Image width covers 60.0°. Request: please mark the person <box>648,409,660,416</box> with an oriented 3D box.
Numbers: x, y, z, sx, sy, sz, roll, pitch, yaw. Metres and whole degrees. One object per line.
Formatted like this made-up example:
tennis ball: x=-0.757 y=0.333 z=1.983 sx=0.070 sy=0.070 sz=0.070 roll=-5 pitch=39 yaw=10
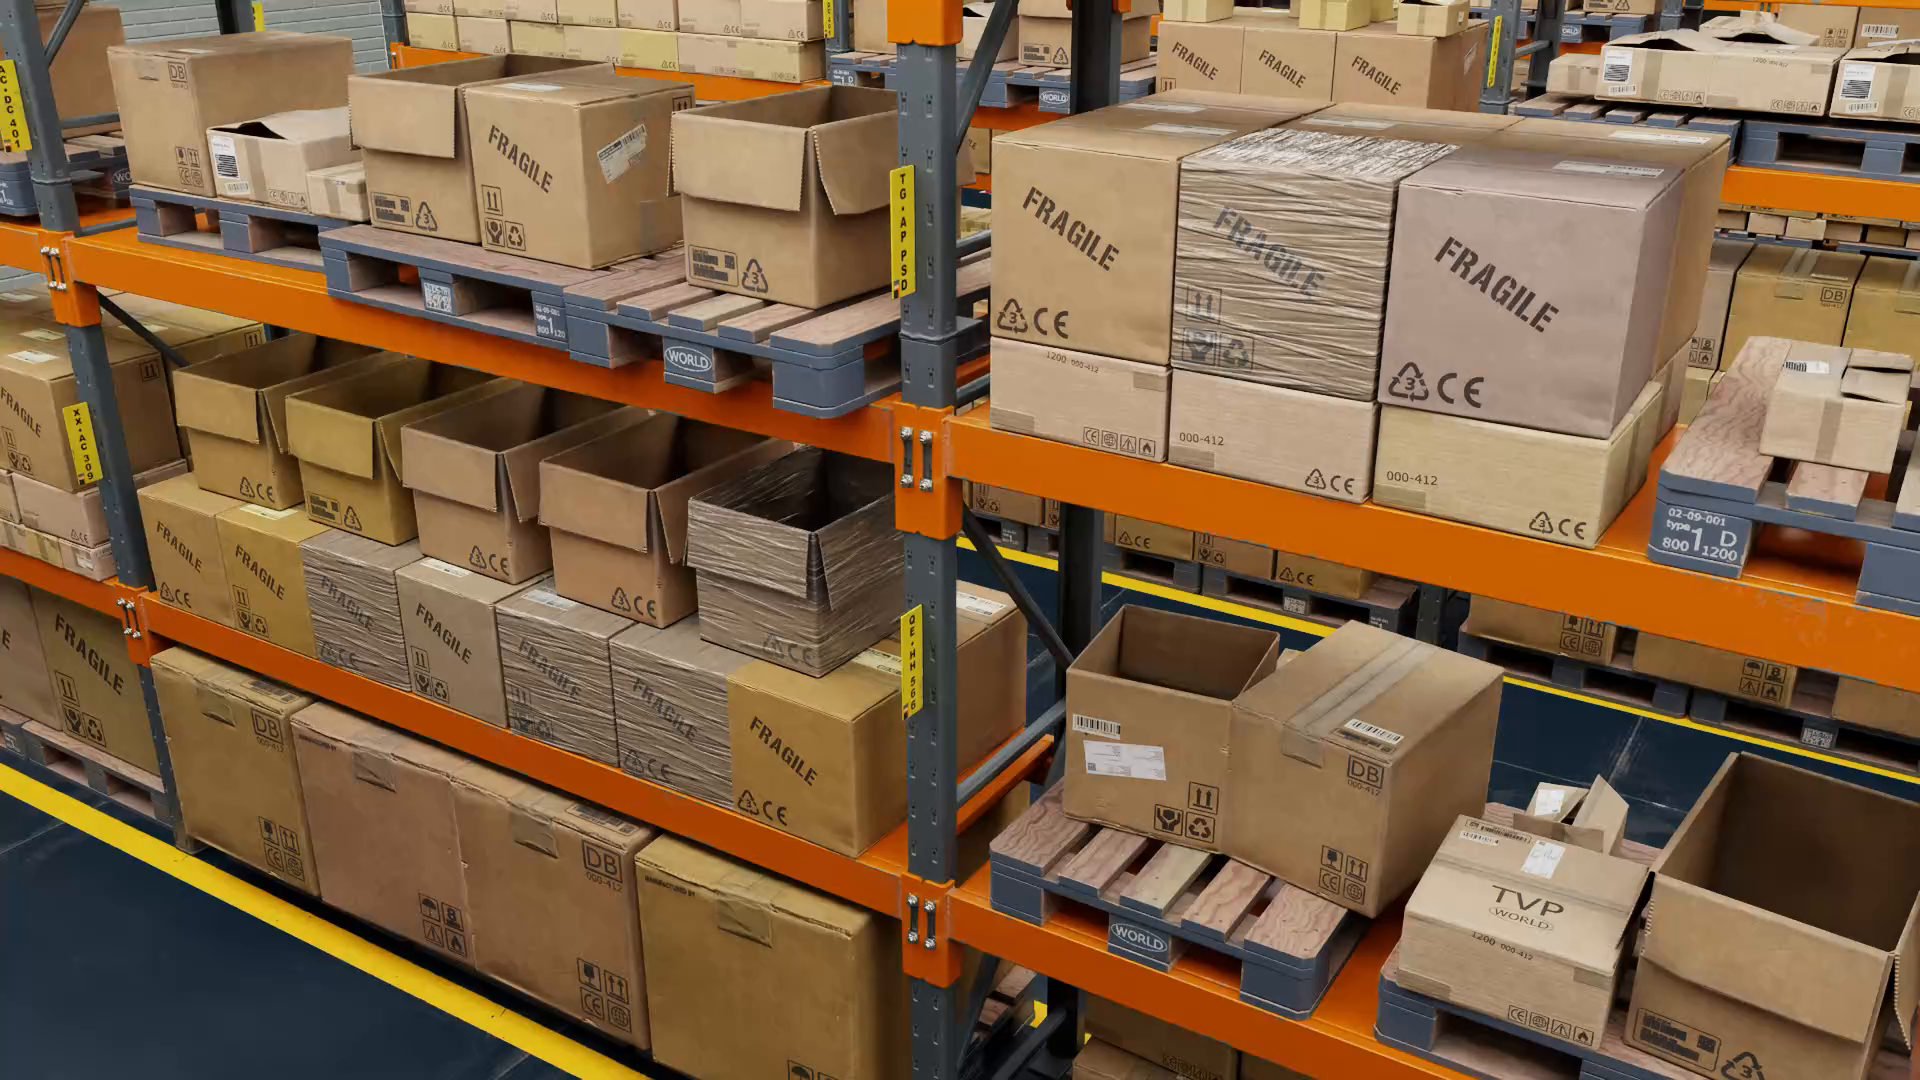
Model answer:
person: x=-1.796 y=-0.733 z=10.265 sx=0.886 sy=1.740 sz=0.678 roll=13 pitch=26 yaw=29
